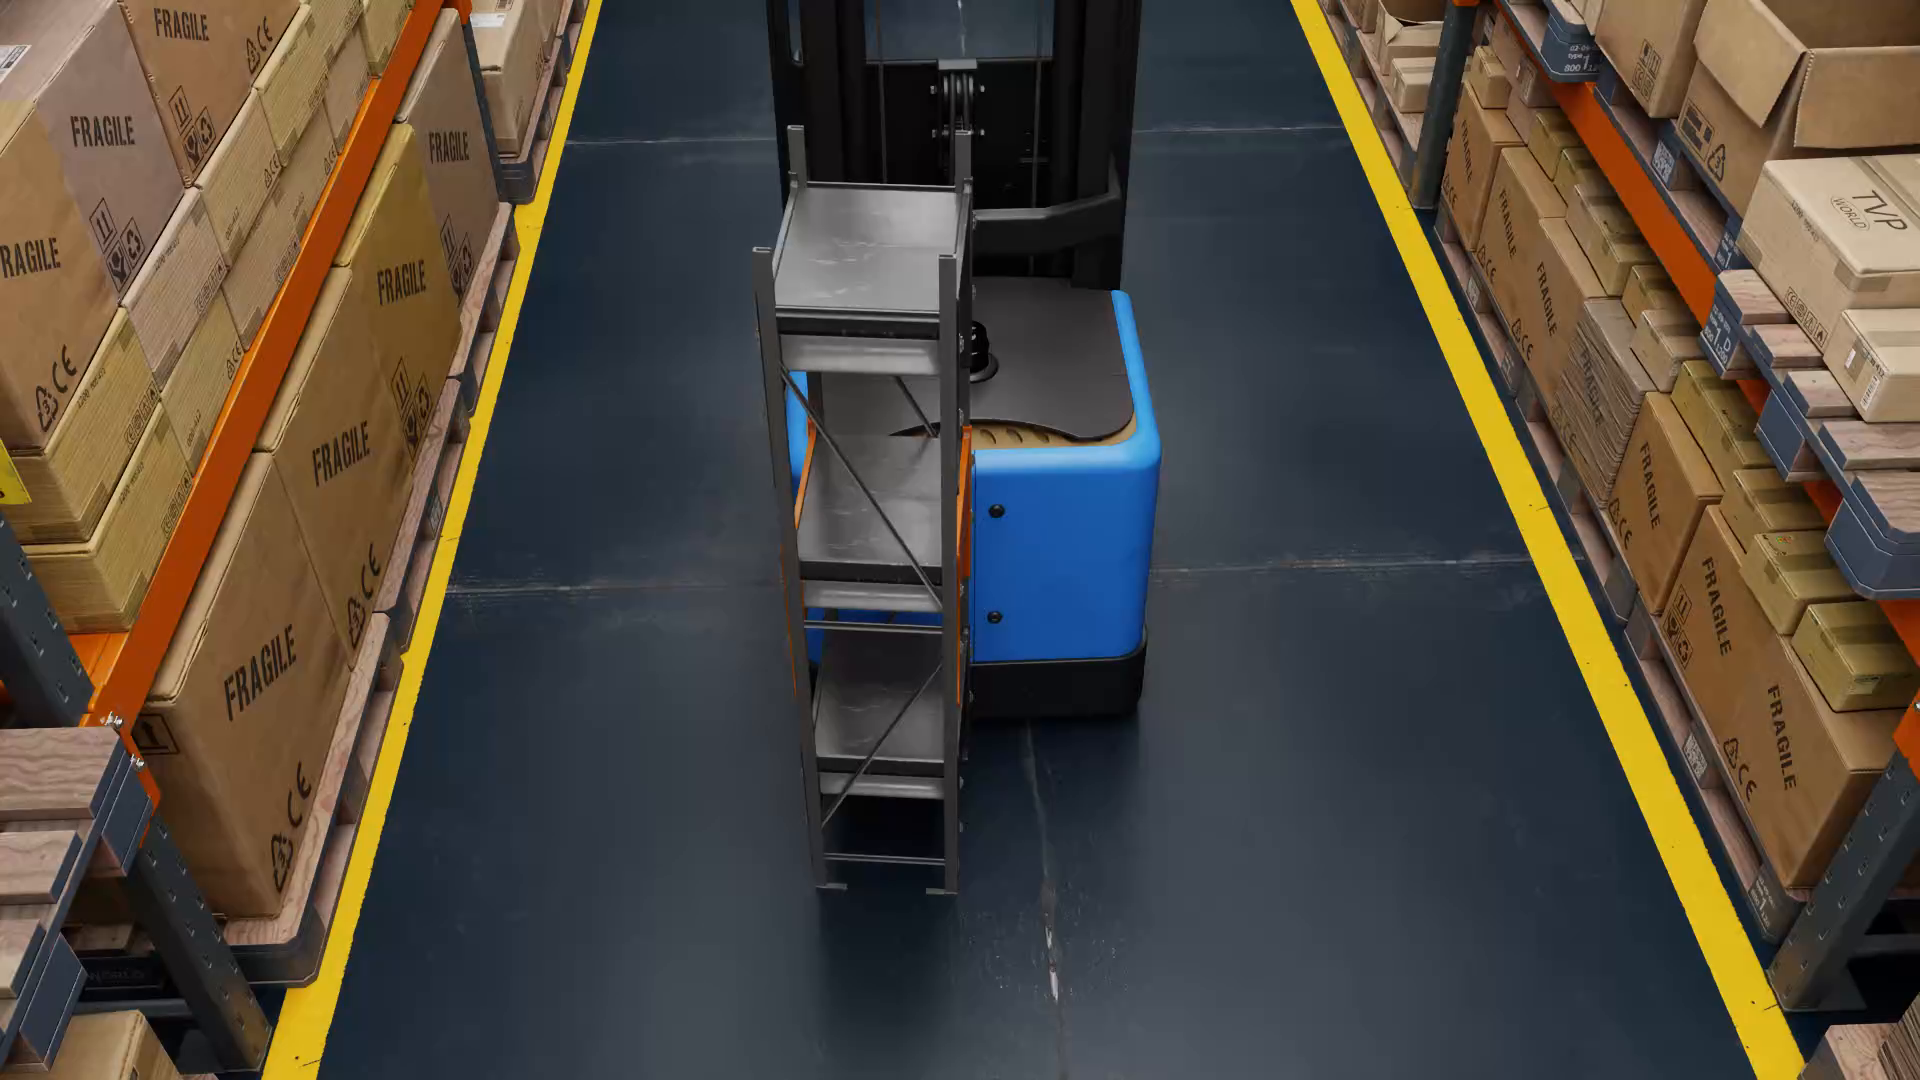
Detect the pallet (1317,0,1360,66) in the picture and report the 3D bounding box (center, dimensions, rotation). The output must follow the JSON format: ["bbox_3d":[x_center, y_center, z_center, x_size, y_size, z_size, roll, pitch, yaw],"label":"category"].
[{"bbox_3d":[2.414,-2.873,8.729,1.003,0.211,1.213,-2,43,-2],"label":"pallet"}]

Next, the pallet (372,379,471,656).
[{"bbox_3d":[-2.299,-0.095,5.697,1.003,0.211,1.213,-2,43,-2],"label":"pallet"}]

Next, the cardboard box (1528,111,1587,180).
[{"bbox_3d":[2.358,-1.477,6.201,0.380,0.149,0.250,-4,43,-4],"label":"cardboard box"}]

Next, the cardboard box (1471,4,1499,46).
[{"bbox_3d":[2.687,-2.461,8.015,0.380,0.149,0.250,-2,43,-2],"label":"cardboard box"}]

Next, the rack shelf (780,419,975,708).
[{"bbox_3d":[-0.191,0.057,4.154,0.431,0.518,0.480,2,43,3],"label":"rack shelf"}]

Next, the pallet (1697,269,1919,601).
[{"bbox_3d":[2.568,-0.297,3.996,1.213,0.211,1.003,-2,43,-2],"label":"pallet"}]

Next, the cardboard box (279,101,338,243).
[{"bbox_3d":[-2.142,-1.083,4.822,0.500,0.250,0.500,-2,43,-2],"label":"cardboard box"}]

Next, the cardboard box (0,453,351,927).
[{"bbox_3d":[-2.238,0.393,4.363,0.875,0.875,0.875,-2,43,-2],"label":"cardboard box"}]

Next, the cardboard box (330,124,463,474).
[{"bbox_3d":[-2.310,-0.813,5.678,0.875,0.875,0.875,-1,43,-1],"label":"cardboard box"}]

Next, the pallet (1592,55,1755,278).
[{"bbox_3d":[2.580,-1.154,4.931,1.003,0.211,1.213,-2,43,-2],"label":"pallet"}]

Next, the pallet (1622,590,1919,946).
[{"bbox_3d":[2.673,0.611,4.927,1.003,0.211,1.213,-2,43,-2],"label":"pallet"}]

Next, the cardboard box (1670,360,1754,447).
[{"bbox_3d":[2.406,-0.421,5.048,0.380,0.149,0.250,-2,43,-2],"label":"cardboard box"}]

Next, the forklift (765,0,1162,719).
[{"bbox_3d":[-0.030,-1.506,5.223,1.130,2.935,3.031,-2,43,-2],"label":"forklift"}]

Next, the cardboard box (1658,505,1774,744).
[{"bbox_3d":[2.423,0.238,4.810,0.500,0.500,0.500,-2,43,-2],"label":"cardboard box"}]

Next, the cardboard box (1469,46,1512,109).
[{"bbox_3d":[2.246,-1.835,6.591,0.380,0.149,0.250,0,43,0],"label":"cardboard box"}]

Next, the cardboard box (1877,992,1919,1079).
[{"bbox_3d":[2.680,1.230,3.634,0.875,0.625,0.625,0,43,0],"label":"cardboard box"}]

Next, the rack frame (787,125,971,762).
[{"bbox_3d":[-0.176,-0.118,4.324,0.400,2.100,0.015,2,43,3],"label":"rack frame"}]

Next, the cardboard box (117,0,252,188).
[{"bbox_3d":[-2.106,-1.196,4.021,0.500,0.500,0.500,-1,43,-1],"label":"cardboard box"}]

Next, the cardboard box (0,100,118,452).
[{"bbox_3d":[-2.069,-0.512,3.275,0.500,0.500,0.500,-3,43,-3],"label":"cardboard box"}]

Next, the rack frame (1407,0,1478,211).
[{"bbox_3d":[2.497,-2.612,6.380,1.000,3.000,0.127,-2,43,-2],"label":"rack frame"}]

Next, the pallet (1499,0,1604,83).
[{"bbox_3d":[2.422,-1.999,5.853,1.003,0.211,1.213,-2,43,-2],"label":"pallet"}]

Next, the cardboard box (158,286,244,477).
[{"bbox_3d":[-2.101,-0.395,4.072,0.500,0.250,0.500,-3,43,-3],"label":"cardboard box"}]

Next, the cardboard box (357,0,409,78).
[{"bbox_3d":[-2.171,-1.772,5.575,0.500,0.250,0.500,-2,43,-2],"label":"cardboard box"}]

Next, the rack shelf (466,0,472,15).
[{"bbox_3d":[-2.547,-3.552,7.938,1.077,0.370,4.000,-2,43,-2],"label":"rack shelf"}]

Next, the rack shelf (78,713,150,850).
[{"bbox_3d":[-2.207,1.849,2.046,1.077,0.370,4.000,-2,43,-2],"label":"rack shelf"}]

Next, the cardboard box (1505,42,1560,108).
[{"bbox_3d":[2.305,-1.770,6.300,0.380,0.149,0.250,-4,43,-4],"label":"cardboard box"}]

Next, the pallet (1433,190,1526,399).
[{"bbox_3d":[2.569,-1.036,6.724,1.003,0.211,1.213,-2,43,-2],"label":"pallet"}]

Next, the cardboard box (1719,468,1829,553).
[{"bbox_3d":[2.383,-0.073,4.669,0.380,0.149,0.250,-3,43,-3],"label":"cardboard box"}]

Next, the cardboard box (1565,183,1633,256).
[{"bbox_3d":[2.356,-1.123,5.814,0.380,0.149,0.250,-2,43,-2],"label":"cardboard box"}]

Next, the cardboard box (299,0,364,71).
[{"bbox_3d":[-2.144,-1.619,5.037,0.500,0.250,0.500,-1,43,-1],"label":"cardboard box"}]

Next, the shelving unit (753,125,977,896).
[{"bbox_3d":[-0.191,0.047,4.145,0.431,2.100,0.503,2,43,3],"label":"shelving unit"}]

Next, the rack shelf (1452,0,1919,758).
[{"bbox_3d":[2.582,-0.997,5.150,1.077,0.370,4.000,-2,43,-2],"label":"rack shelf"}]

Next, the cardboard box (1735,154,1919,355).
[{"bbox_3d":[2.299,-0.714,4.109,0.500,0.250,0.500,-3,43,-4],"label":"cardboard box"}]

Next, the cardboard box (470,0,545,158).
[{"bbox_3d":[-2.381,-2.104,7.411,0.875,0.438,0.875,-2,43,-2],"label":"cardboard box"}]

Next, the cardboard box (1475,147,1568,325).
[{"bbox_3d":[2.325,-1.153,6.327,0.500,0.500,0.500,-2,43,-2],"label":"cardboard box"}]

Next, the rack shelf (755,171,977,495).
[{"bbox_3d":[-0.191,-0.459,3.681,0.431,0.518,0.480,2,43,3],"label":"rack shelf"}]

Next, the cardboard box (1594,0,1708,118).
[{"bbox_3d":[2.349,-1.591,4.881,0.700,0.500,0.500,-2,43,-2],"label":"cardboard box"}]

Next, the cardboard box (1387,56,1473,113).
[{"bbox_3d":[2.180,-2.084,7.602,0.380,0.149,0.250,-3,43,-3],"label":"cardboard box"}]

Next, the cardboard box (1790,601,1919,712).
[{"bbox_3d":[2.393,0.290,4.273,0.380,0.149,0.250,-4,43,-4],"label":"cardboard box"}]

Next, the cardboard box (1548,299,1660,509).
[{"bbox_3d":[2.358,-0.466,5.577,0.500,0.500,0.500,-3,43,-3],"label":"cardboard box"}]

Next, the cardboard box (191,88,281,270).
[{"bbox_3d":[-2.097,-0.931,4.286,0.500,0.250,0.500,-2,43,-2],"label":"cardboard box"}]

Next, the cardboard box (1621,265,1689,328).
[{"bbox_3d":[2.405,-0.774,5.433,0.380,0.149,0.250,-1,43,-2],"label":"cardboard box"}]

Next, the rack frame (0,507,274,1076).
[{"bbox_3d":[-2.292,0.233,3.276,1.000,3.000,0.127,-2,43,-2],"label":"rack frame"}]

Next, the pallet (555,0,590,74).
[{"bbox_3d":[-2.471,-2.780,8.627,1.003,0.211,1.213,-2,43,-2],"label":"pallet"}]

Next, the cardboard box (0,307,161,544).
[{"bbox_3d":[-2.067,-0.245,3.538,0.500,0.250,0.500,-2,43,-2],"label":"cardboard box"}]
